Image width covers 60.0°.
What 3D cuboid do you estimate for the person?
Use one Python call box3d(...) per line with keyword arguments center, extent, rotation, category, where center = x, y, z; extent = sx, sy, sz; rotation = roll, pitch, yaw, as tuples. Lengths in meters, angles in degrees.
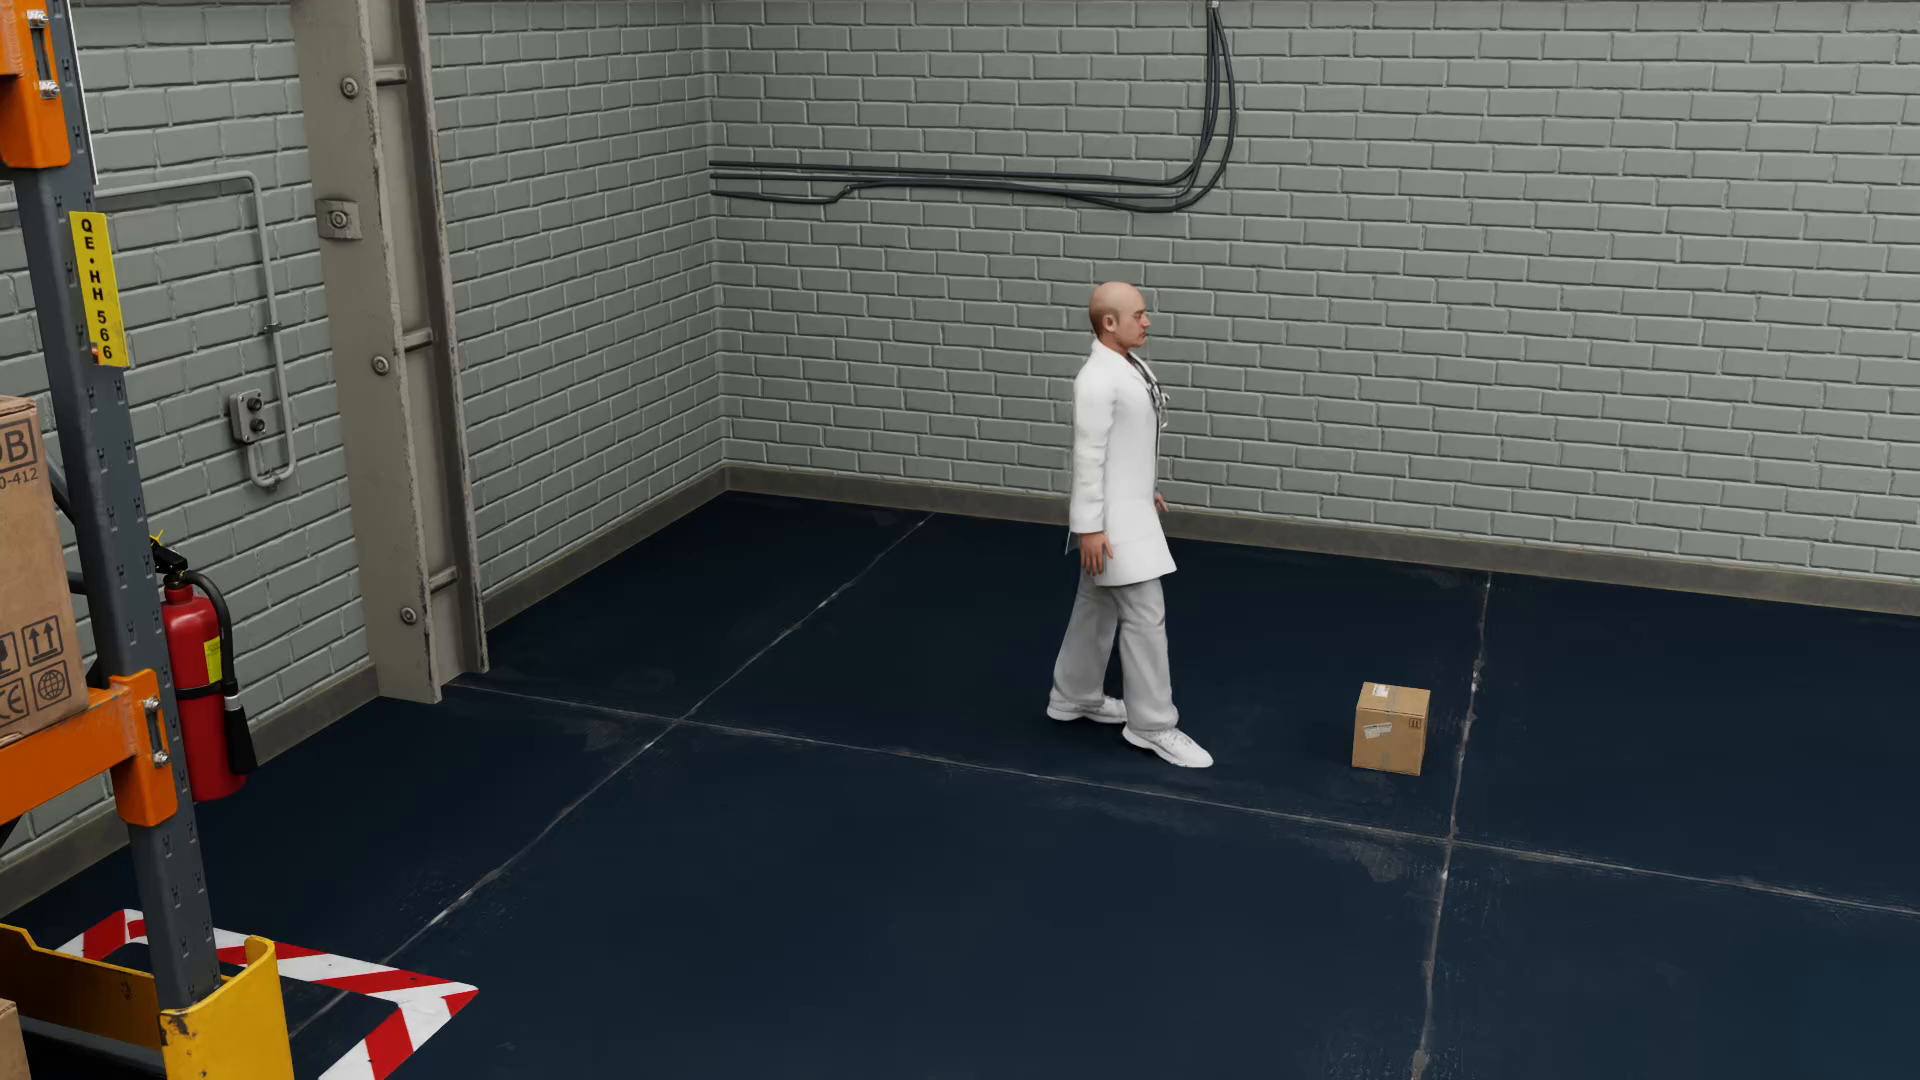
box3d(center=(0.678, -0.079, 6.357), extent=(0.673, 1.786, 0.616), rotation=(3, 19, 9), category="person")
